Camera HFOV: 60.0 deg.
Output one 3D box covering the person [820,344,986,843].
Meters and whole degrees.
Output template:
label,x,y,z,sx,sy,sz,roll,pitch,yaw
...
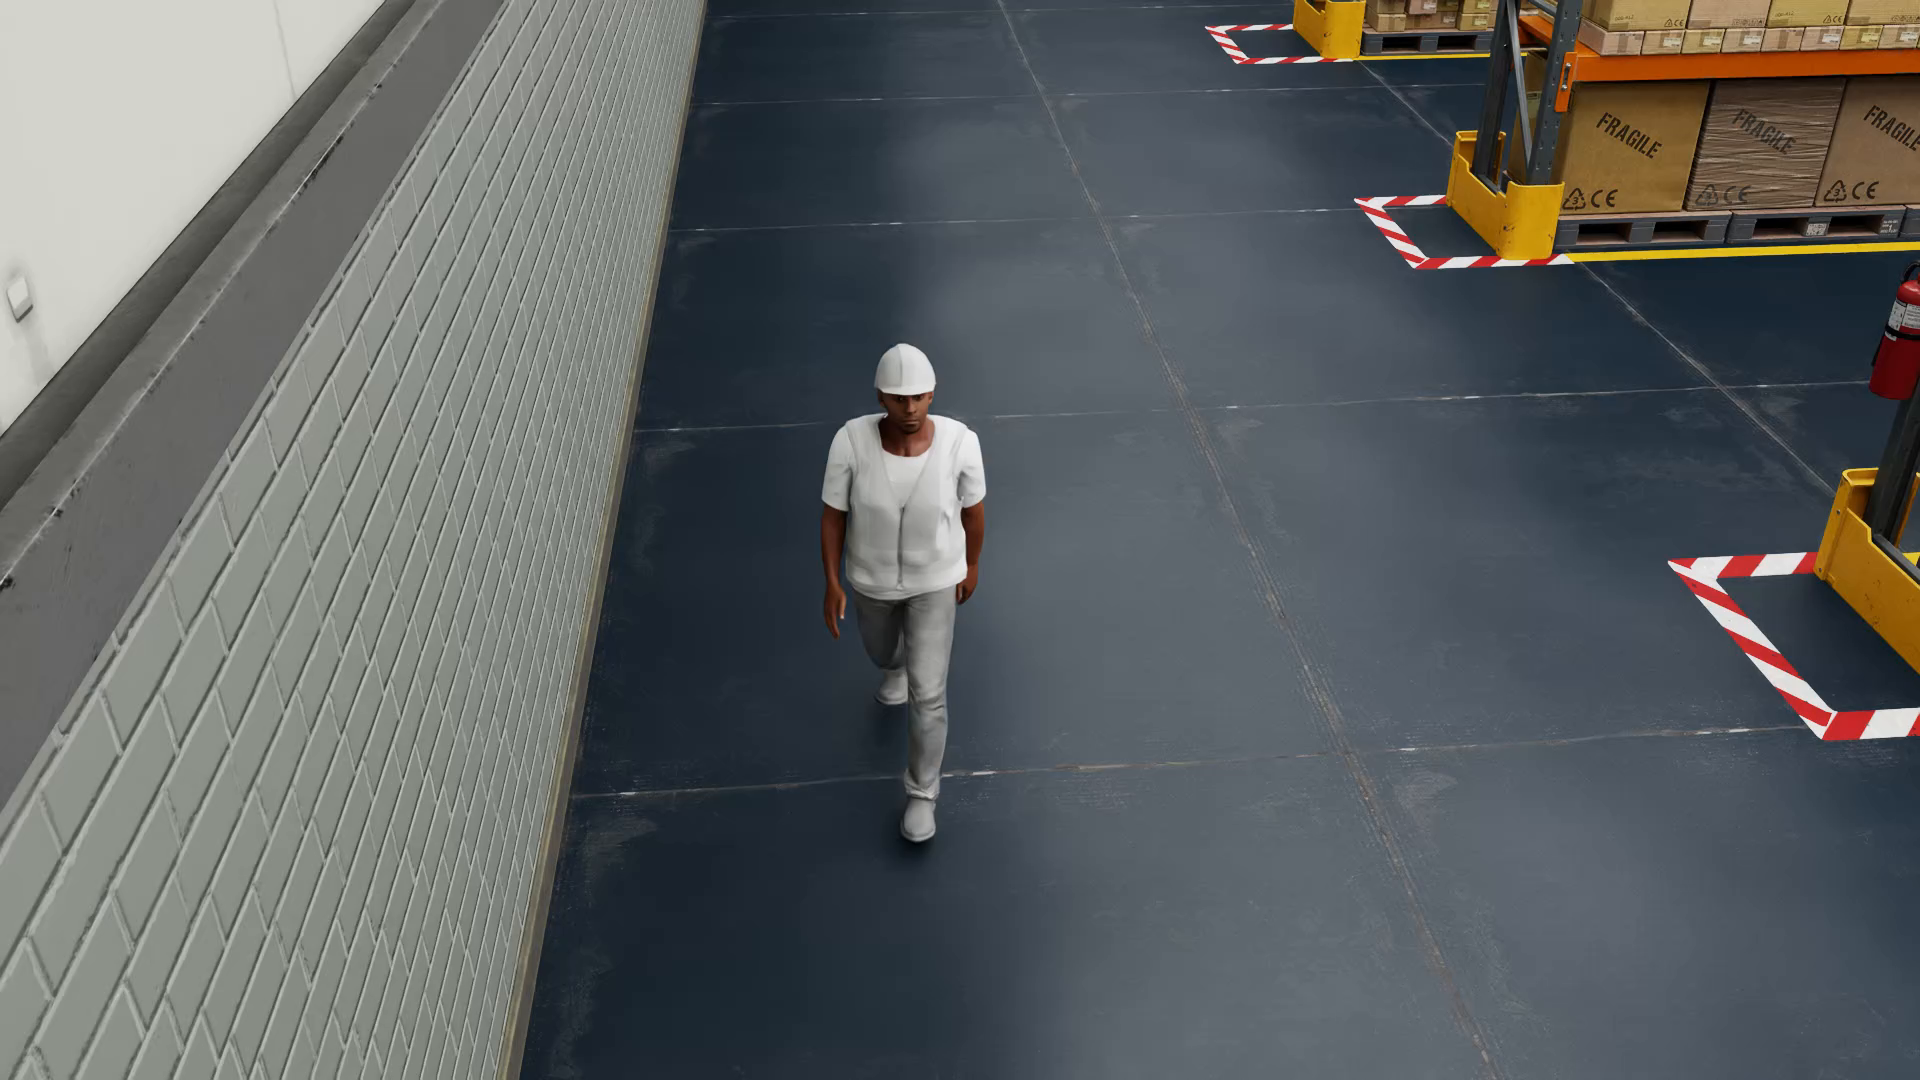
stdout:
label,x,y,z,sx,sy,sz,roll,pitch,yaw
person,-0.201,0.116,5.916,0.564,1.725,1.037,3,31,5
